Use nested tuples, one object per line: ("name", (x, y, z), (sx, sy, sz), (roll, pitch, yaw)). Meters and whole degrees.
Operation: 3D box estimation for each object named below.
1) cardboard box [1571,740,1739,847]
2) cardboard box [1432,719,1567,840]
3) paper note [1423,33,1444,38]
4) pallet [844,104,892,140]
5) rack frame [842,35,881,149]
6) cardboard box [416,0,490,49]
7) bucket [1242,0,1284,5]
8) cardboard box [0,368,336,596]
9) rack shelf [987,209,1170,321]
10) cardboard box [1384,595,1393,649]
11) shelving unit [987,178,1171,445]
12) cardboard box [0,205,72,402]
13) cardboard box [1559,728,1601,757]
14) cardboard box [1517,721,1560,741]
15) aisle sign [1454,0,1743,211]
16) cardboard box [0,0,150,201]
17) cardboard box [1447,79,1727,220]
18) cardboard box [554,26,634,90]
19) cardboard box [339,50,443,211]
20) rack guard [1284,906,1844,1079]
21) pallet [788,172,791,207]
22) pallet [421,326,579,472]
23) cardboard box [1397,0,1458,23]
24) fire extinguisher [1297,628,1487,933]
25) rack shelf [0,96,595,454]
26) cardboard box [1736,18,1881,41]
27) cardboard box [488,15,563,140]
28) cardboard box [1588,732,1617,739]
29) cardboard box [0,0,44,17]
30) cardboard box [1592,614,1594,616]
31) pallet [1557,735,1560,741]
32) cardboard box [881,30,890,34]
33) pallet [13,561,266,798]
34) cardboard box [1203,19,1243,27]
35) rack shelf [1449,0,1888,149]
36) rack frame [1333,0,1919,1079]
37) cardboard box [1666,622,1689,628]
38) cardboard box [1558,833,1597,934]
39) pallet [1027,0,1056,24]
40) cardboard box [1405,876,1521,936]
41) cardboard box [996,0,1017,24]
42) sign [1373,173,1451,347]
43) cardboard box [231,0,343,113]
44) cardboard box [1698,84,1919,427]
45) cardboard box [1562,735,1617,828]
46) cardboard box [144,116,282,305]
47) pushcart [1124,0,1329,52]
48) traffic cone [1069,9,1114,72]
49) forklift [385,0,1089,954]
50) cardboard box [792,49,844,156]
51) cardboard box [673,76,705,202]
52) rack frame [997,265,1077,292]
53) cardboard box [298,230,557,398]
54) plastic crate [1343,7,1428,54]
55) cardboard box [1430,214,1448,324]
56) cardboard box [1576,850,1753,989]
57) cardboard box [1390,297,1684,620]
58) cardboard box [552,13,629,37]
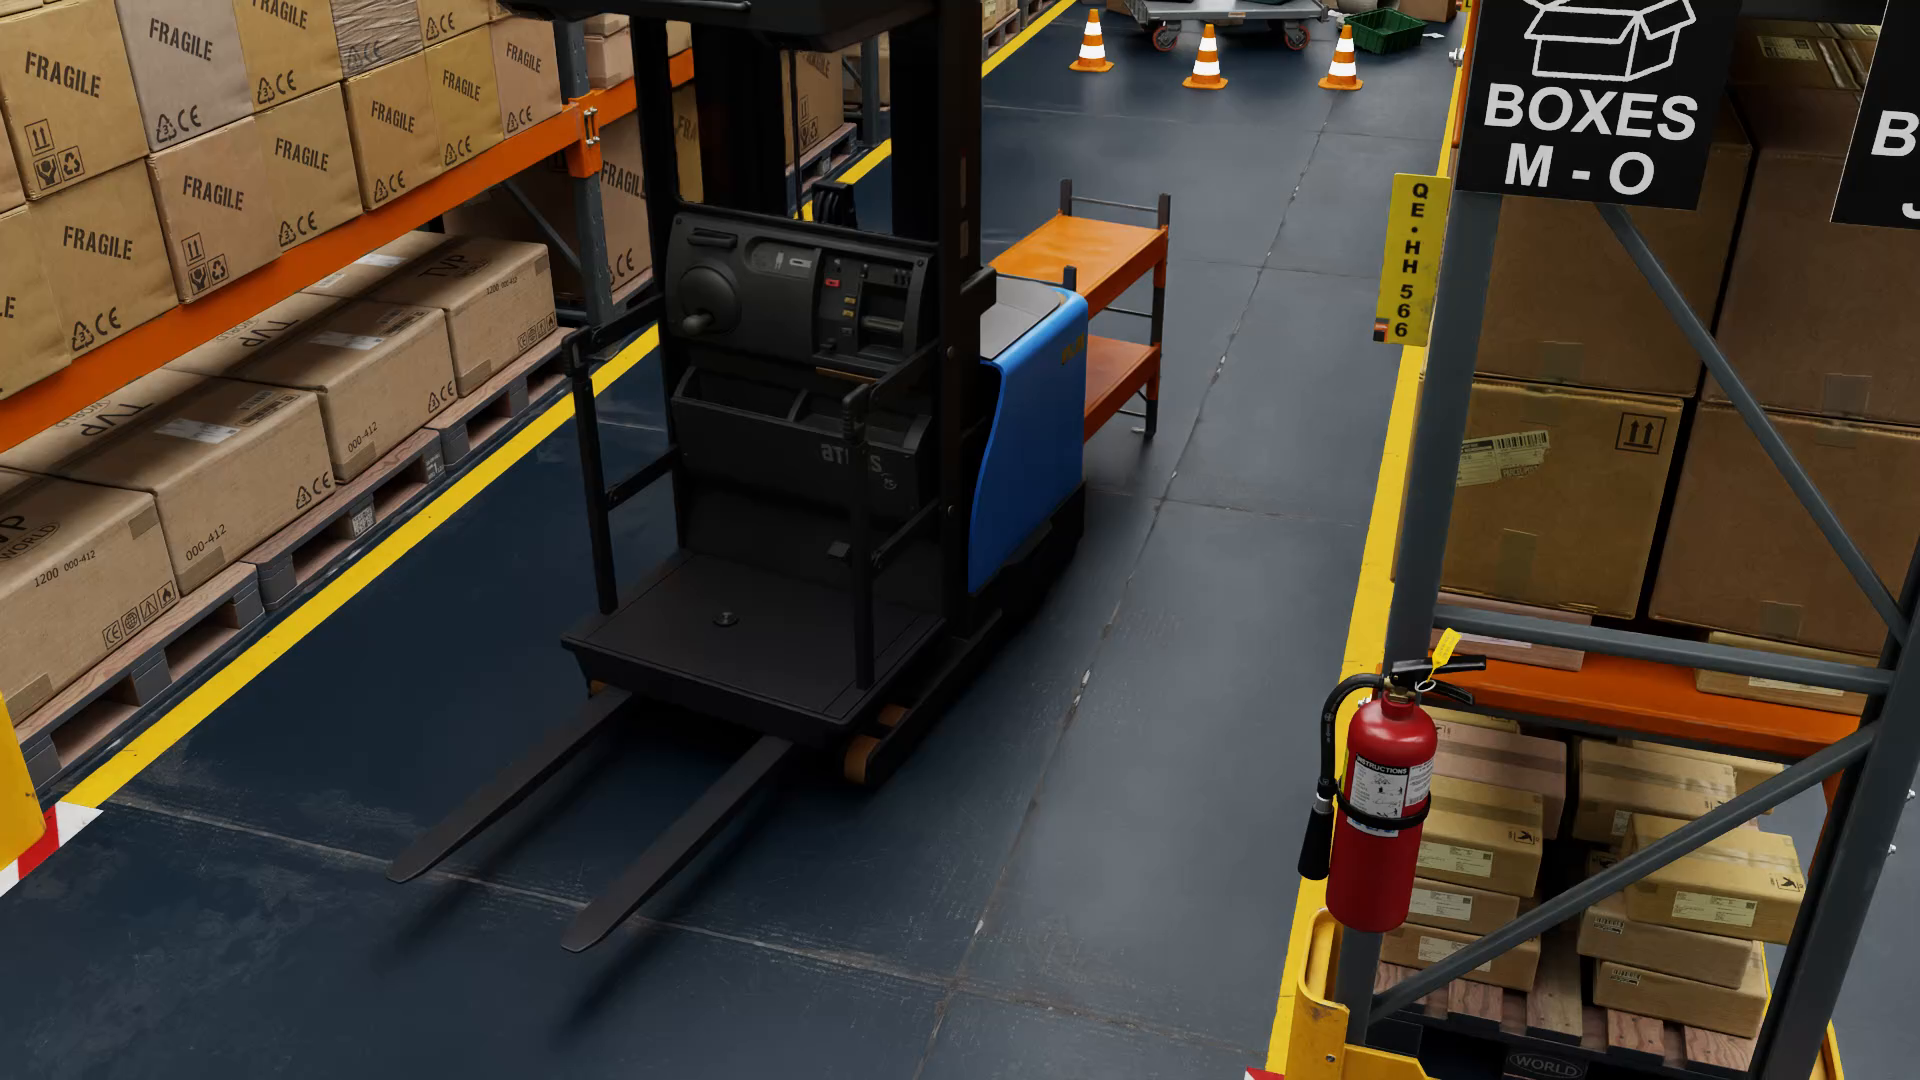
("cardboard box", (1.802, 0.681, 4.329), (0.380, 0.149, 0.250), (9, 30, 16))
("cardboard box", (1.399, 0.631, 4.419), (0.380, 0.149, 0.250), (9, 30, 16))
("paper note", (4.212, -4.502, 14.811), (0.147, 0.020, 0.142), (-12, 31, -20))
("pallet", (-0.825, -3.302, 12.469), (1.003, 0.211, 1.213), (8, 30, 15))
("rack frame", (-1.056, -4.158, 11.139), (1.000, 3.000, 0.127), (8, 30, 15))
("cardboard box", (-2.261, -2.286, 6.643), (0.500, 0.500, 0.500), (8, 30, 14))
("bucket", (2.716, -4.983, 14.426), (0.726, 0.611, 0.620), (20, 45, 32))
("cardboard box", (-3.045, -0.252, 6.320), (0.875, 0.438, 0.875), (9, 30, 16))
("rack shelf", (0.441, -1.068, 6.910), (0.538, 0.278, 1.000), (14, 32, 23))
("cardboard box", (1.516, 0.248, 5.107), (0.380, 0.149, 0.250), (10, 31, 17))
("shelving unit", (0.441, -0.812, 7.053), (0.538, 1.125, 1.048), (14, 32, 23))
("cardboard box", (-2.989, -0.666, 4.759), (0.500, 0.500, 0.500), (8, 30, 14))
("cardboard box", (2.046, 0.599, 5.089), (0.380, 0.149, 0.250), (9, 30, 15))
("cardboard box", (1.568, 0.514, 4.936), (0.380, 0.149, 0.250), (8, 30, 14))
("aisle sign", (1.049, -0.926, 2.654), (0.394, 0.787, 0.004), (8, 30, 15))
("cardboard box", (-2.846, -1.344, 4.950), (0.500, 0.500, 0.500), (8, 30, 14))
("cardboard box", (1.403, -0.875, 3.800), (0.500, 0.500, 0.500), (7, 30, 13))
("cardboard box", (-1.848, -2.400, 8.134), (0.500, 0.250, 0.500), (8, 30, 14))
("cardboard box", (-2.401, -1.615, 6.465), (0.500, 0.500, 0.500), (8, 30, 14))
("rack guard", (1.380, 1.276, 3.942), (1.175, 0.500, 0.348), (8, 30, 15))
("pallet", (-1.719, -2.019, 10.162), (1.003, 0.211, 1.213), (8, 30, 15))
("pallet", (-2.528, -0.738, 7.860), (1.003, 0.211, 1.213), (8, 30, 15))
("cardboard box", (4.355, -5.134, 15.462), (0.500, 0.500, 0.500), (14, 32, 23))
("fire extinguisher", (0.843, 0.467, 3.288), (0.296, 0.674, 0.183), (8, 30, 15))
("rack shelf", (-2.817, -1.055, 6.301), (1.077, 0.370, 4.000), (8, 30, 15))
("cardboard box", (2.059, -1.036, 4.090), (0.500, 0.500, 0.500), (8, 30, 14))
("cardboard box", (-2.122, -2.091, 7.320), (0.500, 0.500, 0.500), (9, 30, 15))
("cardboard box", (1.992, 0.455, 4.735), (0.380, 0.149, 0.250), (7, 30, 12))
("cardboard box", (-2.840, -1.566, 4.681), (0.380, 0.149, 0.250), (9, 30, 16))
("cardboard box", (1.292, 0.027, 3.875), (0.380, 0.149, 0.250), (8, 30, 15))
("pallet", (2.012, 0.465, 5.697), (1.003, 0.211, 1.213), (8, 30, 15))
("cardboard box", (-0.671, -3.798, 12.764), (0.950, 0.372, 0.625), (8, 30, 14))
("pallet", (-3.244, 0.396, 5.822), (1.003, 0.211, 1.213), (8, 30, 15))
("cardboard box", (2.409, -4.894, 15.275), (0.258, 0.266, 0.396), (-12, 31, -20))
("rack shelf", (1.945, -1.707, 4.387), (1.077, 0.370, 4.000), (8, 30, 15))
("rack frame", (1.361, 0.220, 3.270), (0.949, 2.616, 0.053), (8, 30, 15))
("cardboard box", (1.801, 0.101, 3.741), (0.380, 0.149, 0.250), (10, 30, 17))
("cardboard box", (1.816, 0.950, 4.457), (0.380, 0.149, 0.250), (8, 30, 15))
("pallet", (0.282, -5.115, 15.728), (1.003, 0.211, 1.213), (8, 30, 15))
("cardboard box", (1.240, 0.865, 4.303), (0.380, 0.149, 0.250), (8, 30, 14))
("cardboard box", (-0.033, -4.808, 14.578), (0.950, 0.372, 0.625), (9, 30, 16))
("sign", (0.833, -0.513, 3.071), (0.100, 0.325, 0.005), (8, 30, 15))
("cardboard box", (-2.557, -1.817, 5.799), (0.500, 0.500, 0.500), (9, 30, 15))
("cardboard box", (1.743, -0.562, 3.238), (0.500, 0.500, 0.500), (8, 30, 15))
("cardboard box", (1.878, 0.699, 4.602), (0.380, 0.149, 0.250), (9, 30, 16))
("cardboard box", (-2.700, -1.139, 5.609), (0.500, 0.500, 0.500), (8, 30, 15))
("pushcart", (2.313, -4.569, 14.575), (1.648, 0.377, 0.936), (-1, 29, -3))
("traffic cone", (1.093, -4.132, 13.702), (0.336, 0.463, 0.334), (8, 30, 15))
("forklift", (-0.618, -0.736, 5.058), (1.130, 2.935, 3.031), (14, 32, 23))
("cardboard box", (-1.338, -3.104, 10.998), (0.875, 0.875, 0.875), (8, 30, 14))
("cardboard box", (-1.867, -2.275, 9.507), (0.875, 0.875, 0.875), (9, 30, 16))
("rack frame", (0.213, -0.591, 6.656), (0.500, 1.125, 0.032), (14, 32, 23))
("cardboard box", (-2.517, -1.086, 7.821), (0.875, 0.438, 0.875), (8, 30, 14))
("plastic crate", (3.679, -4.422, 14.446), (0.662, 0.188, 0.450), (-24, 47, -37))
("cardboard box", (1.539, -0.676, 4.470), (0.500, 0.500, 0.500), (9, 30, 15))
("cardboard box", (1.757, 0.945, 4.161), (0.380, 0.149, 0.250), (10, 31, 17))
("cardboard box", (1.244, -0.200, 3.615), (0.500, 0.500, 0.500), (9, 30, 16))
("cardboard box", (-1.831, -2.616, 8.008), (0.500, 0.250, 0.500), (8, 30, 13))
